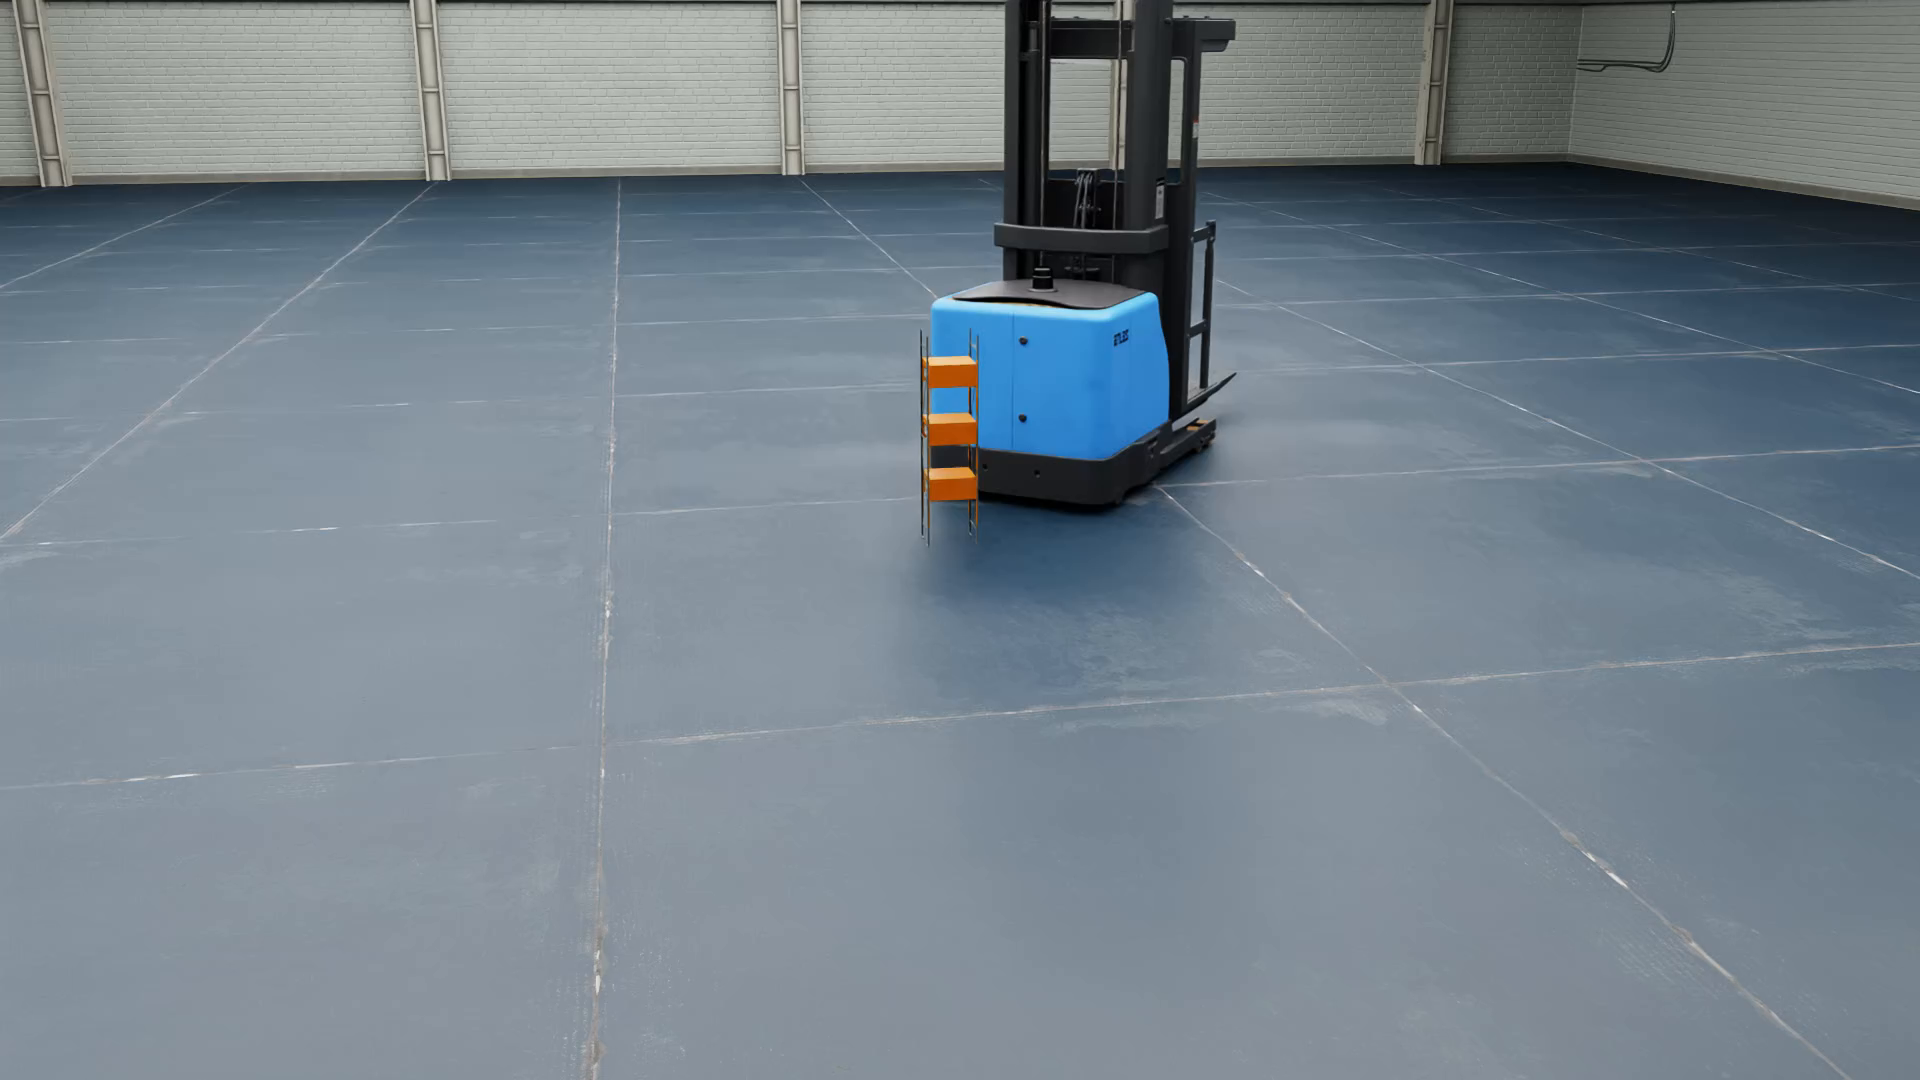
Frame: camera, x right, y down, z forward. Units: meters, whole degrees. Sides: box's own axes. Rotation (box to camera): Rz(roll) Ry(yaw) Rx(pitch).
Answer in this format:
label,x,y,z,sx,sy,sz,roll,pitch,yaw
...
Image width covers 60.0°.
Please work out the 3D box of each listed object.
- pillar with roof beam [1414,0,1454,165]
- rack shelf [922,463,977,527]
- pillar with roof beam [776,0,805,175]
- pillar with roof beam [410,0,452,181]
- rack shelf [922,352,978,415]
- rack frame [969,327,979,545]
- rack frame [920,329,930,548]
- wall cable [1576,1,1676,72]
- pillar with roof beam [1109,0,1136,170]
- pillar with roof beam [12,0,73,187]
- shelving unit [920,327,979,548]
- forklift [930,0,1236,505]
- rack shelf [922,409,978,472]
label,x,y,z,sx,sy,sz,roll,pitch,yaw
pillar with roof beam,9.656,-10.177,26.120,0.400,9.000,9.100,-3,17,-10
rack shelf,-0.053,-0.223,8.233,0.240,0.259,0.215,-3,17,-10
pillar with roof beam,-2.126,-9.509,23.944,0.400,9.000,9.100,-3,17,-10
pillar with roof beam,-8.017,-9.175,22.856,0.400,9.000,9.100,-3,17,-10
rack shelf,-0.053,-0.760,8.068,0.240,0.259,0.215,-3,17,-10
rack frame,0.067,-0.506,8.170,0.008,1.050,0.200,-3,17,-10
rack frame,-0.172,-0.492,8.126,0.008,1.050,0.200,-3,17,-10
wall cable,11.983,-9.717,29.909,0.112,2.526,3.097,-3,17,-10
pillar with roof beam,3.765,-9.843,25.032,0.400,9.000,9.100,-3,17,-10
pillar with roof beam,-13.908,-8.840,21.768,0.400,9.000,9.100,-3,17,-10
shelving unit,-0.053,-0.499,8.148,0.252,1.050,0.215,-3,17,-10
forklift,0.919,-1.971,9.737,1.130,2.935,3.031,8,19,24
rack shelf,-0.053,-0.489,8.151,0.240,0.259,0.215,-3,17,-10
